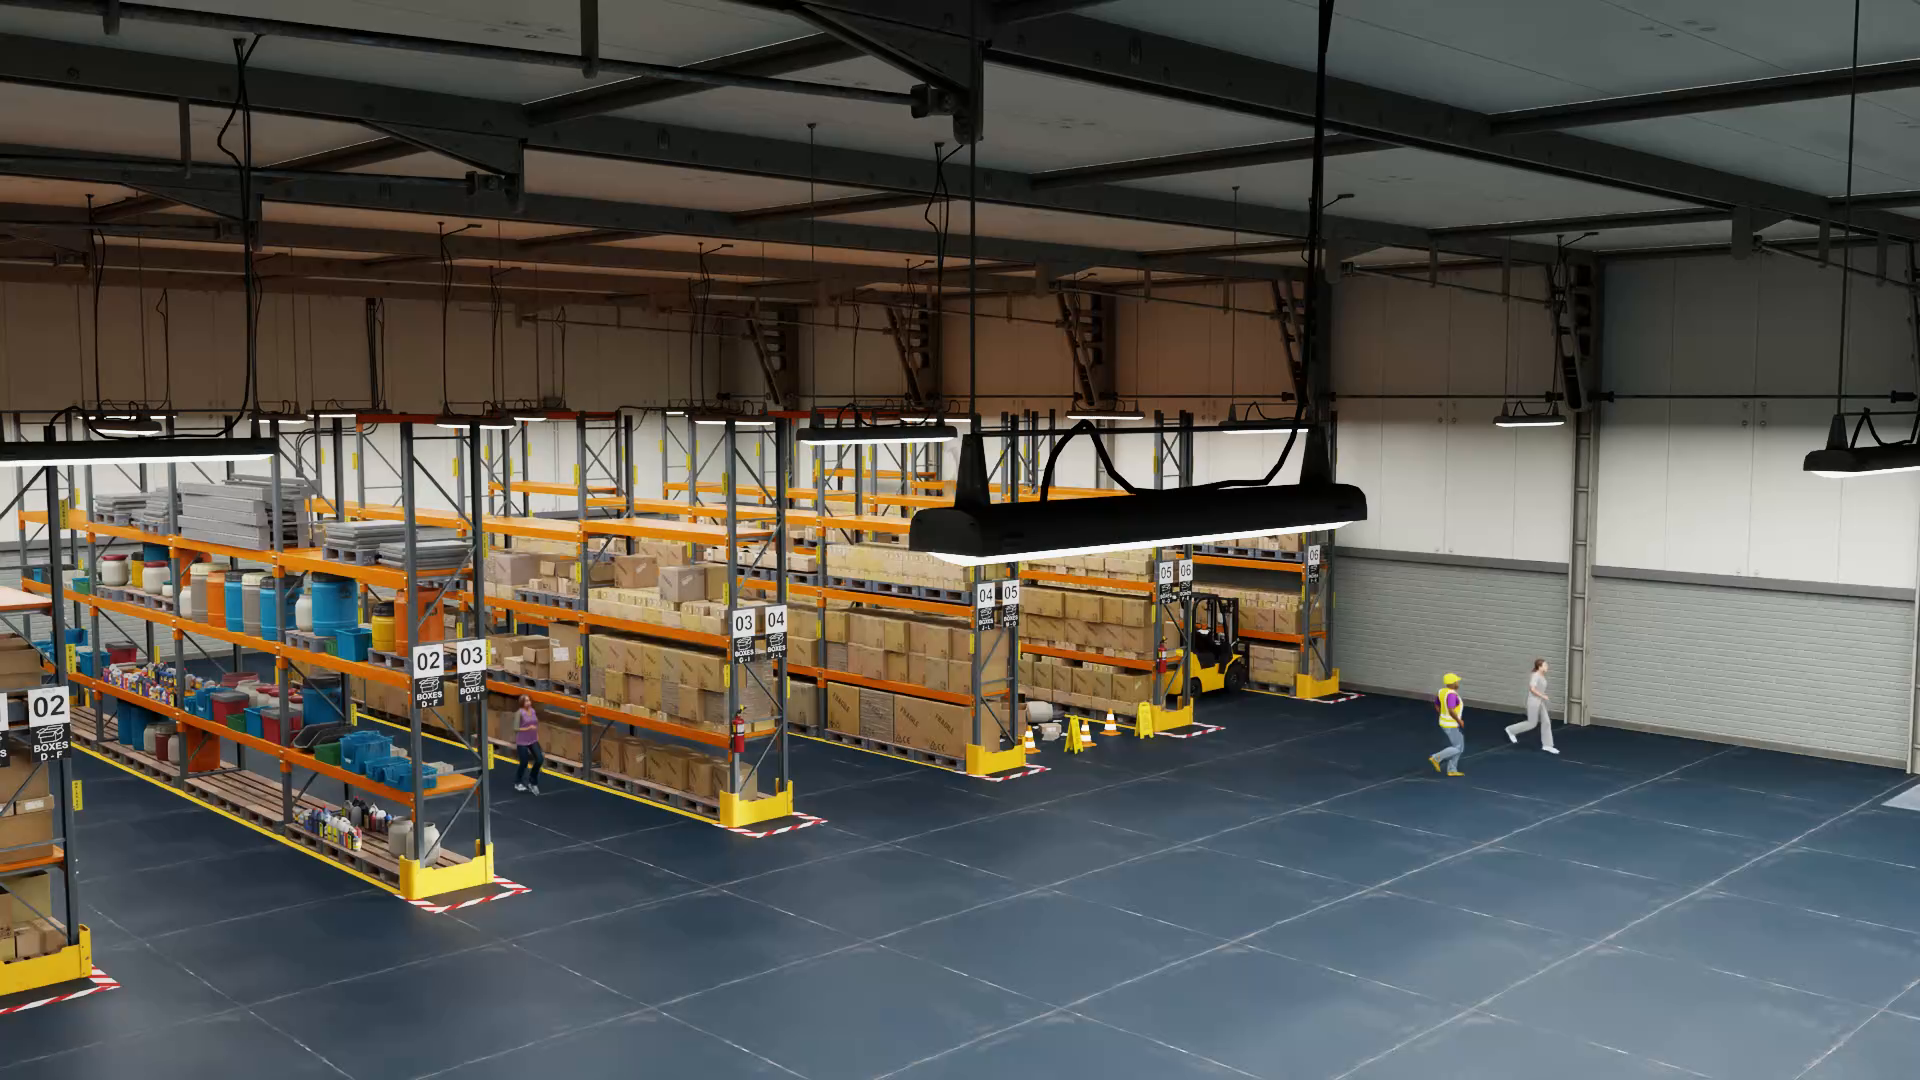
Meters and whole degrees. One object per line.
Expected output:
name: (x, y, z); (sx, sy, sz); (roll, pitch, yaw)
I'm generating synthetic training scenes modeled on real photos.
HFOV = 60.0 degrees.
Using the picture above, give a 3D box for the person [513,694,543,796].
person: (-6.846, 3.248, 26.356); (0.653, 1.631, 0.514); (4, 7, 42)

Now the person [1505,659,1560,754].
person: (10.242, 2.934, 29.671); (0.961, 1.661, 0.587); (3, 6, 31)

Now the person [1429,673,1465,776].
person: (8.101, 3.077, 27.617); (0.642, 1.734, 0.701); (0, 5, -2)
